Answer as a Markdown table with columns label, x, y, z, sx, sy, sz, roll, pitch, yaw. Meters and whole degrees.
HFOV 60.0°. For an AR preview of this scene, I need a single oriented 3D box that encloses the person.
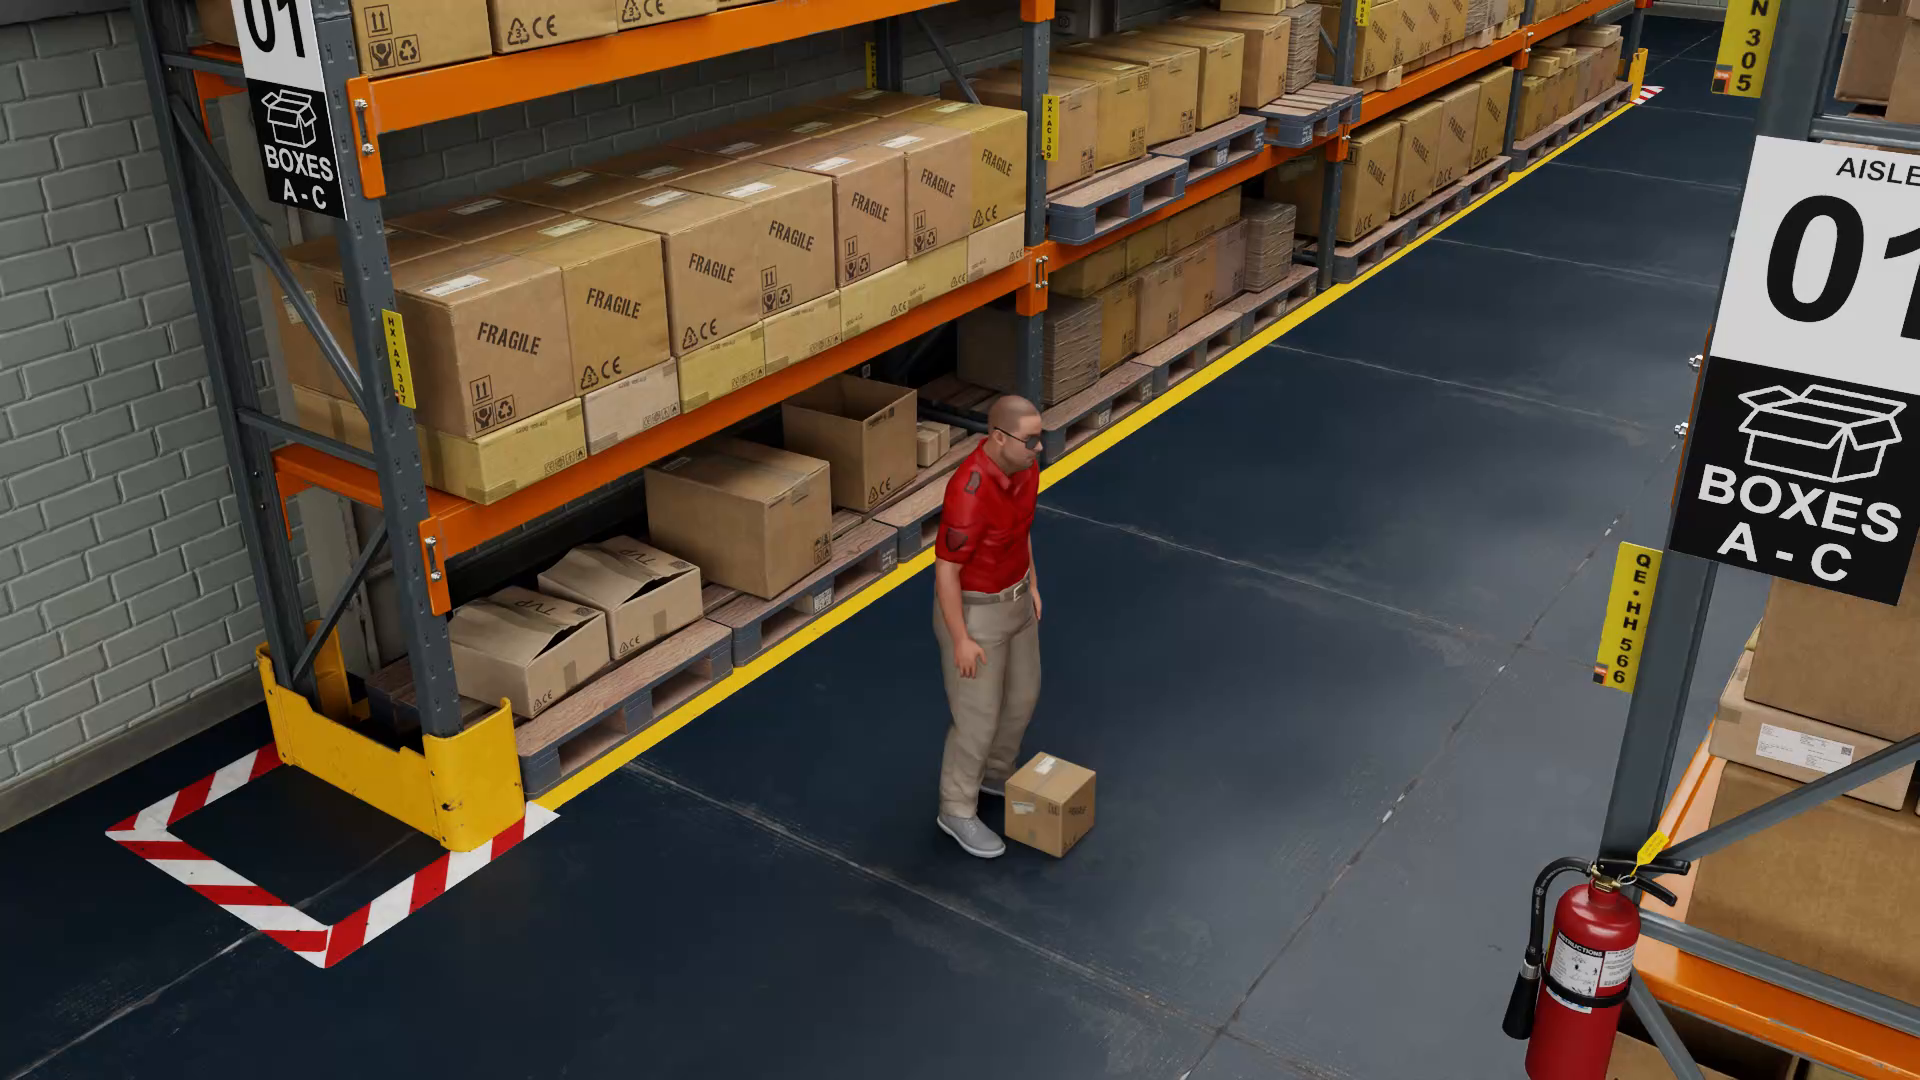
| label | x | y | z | sx | sy | sz | roll | pitch | yaw |
| --- | --- | --- | --- | --- | --- | --- | --- | --- | --- |
| person | 0.125 | 0.277 | 6.084 | 0.388 | 1.725 | 0.584 | 16 | 31 | 28 |
